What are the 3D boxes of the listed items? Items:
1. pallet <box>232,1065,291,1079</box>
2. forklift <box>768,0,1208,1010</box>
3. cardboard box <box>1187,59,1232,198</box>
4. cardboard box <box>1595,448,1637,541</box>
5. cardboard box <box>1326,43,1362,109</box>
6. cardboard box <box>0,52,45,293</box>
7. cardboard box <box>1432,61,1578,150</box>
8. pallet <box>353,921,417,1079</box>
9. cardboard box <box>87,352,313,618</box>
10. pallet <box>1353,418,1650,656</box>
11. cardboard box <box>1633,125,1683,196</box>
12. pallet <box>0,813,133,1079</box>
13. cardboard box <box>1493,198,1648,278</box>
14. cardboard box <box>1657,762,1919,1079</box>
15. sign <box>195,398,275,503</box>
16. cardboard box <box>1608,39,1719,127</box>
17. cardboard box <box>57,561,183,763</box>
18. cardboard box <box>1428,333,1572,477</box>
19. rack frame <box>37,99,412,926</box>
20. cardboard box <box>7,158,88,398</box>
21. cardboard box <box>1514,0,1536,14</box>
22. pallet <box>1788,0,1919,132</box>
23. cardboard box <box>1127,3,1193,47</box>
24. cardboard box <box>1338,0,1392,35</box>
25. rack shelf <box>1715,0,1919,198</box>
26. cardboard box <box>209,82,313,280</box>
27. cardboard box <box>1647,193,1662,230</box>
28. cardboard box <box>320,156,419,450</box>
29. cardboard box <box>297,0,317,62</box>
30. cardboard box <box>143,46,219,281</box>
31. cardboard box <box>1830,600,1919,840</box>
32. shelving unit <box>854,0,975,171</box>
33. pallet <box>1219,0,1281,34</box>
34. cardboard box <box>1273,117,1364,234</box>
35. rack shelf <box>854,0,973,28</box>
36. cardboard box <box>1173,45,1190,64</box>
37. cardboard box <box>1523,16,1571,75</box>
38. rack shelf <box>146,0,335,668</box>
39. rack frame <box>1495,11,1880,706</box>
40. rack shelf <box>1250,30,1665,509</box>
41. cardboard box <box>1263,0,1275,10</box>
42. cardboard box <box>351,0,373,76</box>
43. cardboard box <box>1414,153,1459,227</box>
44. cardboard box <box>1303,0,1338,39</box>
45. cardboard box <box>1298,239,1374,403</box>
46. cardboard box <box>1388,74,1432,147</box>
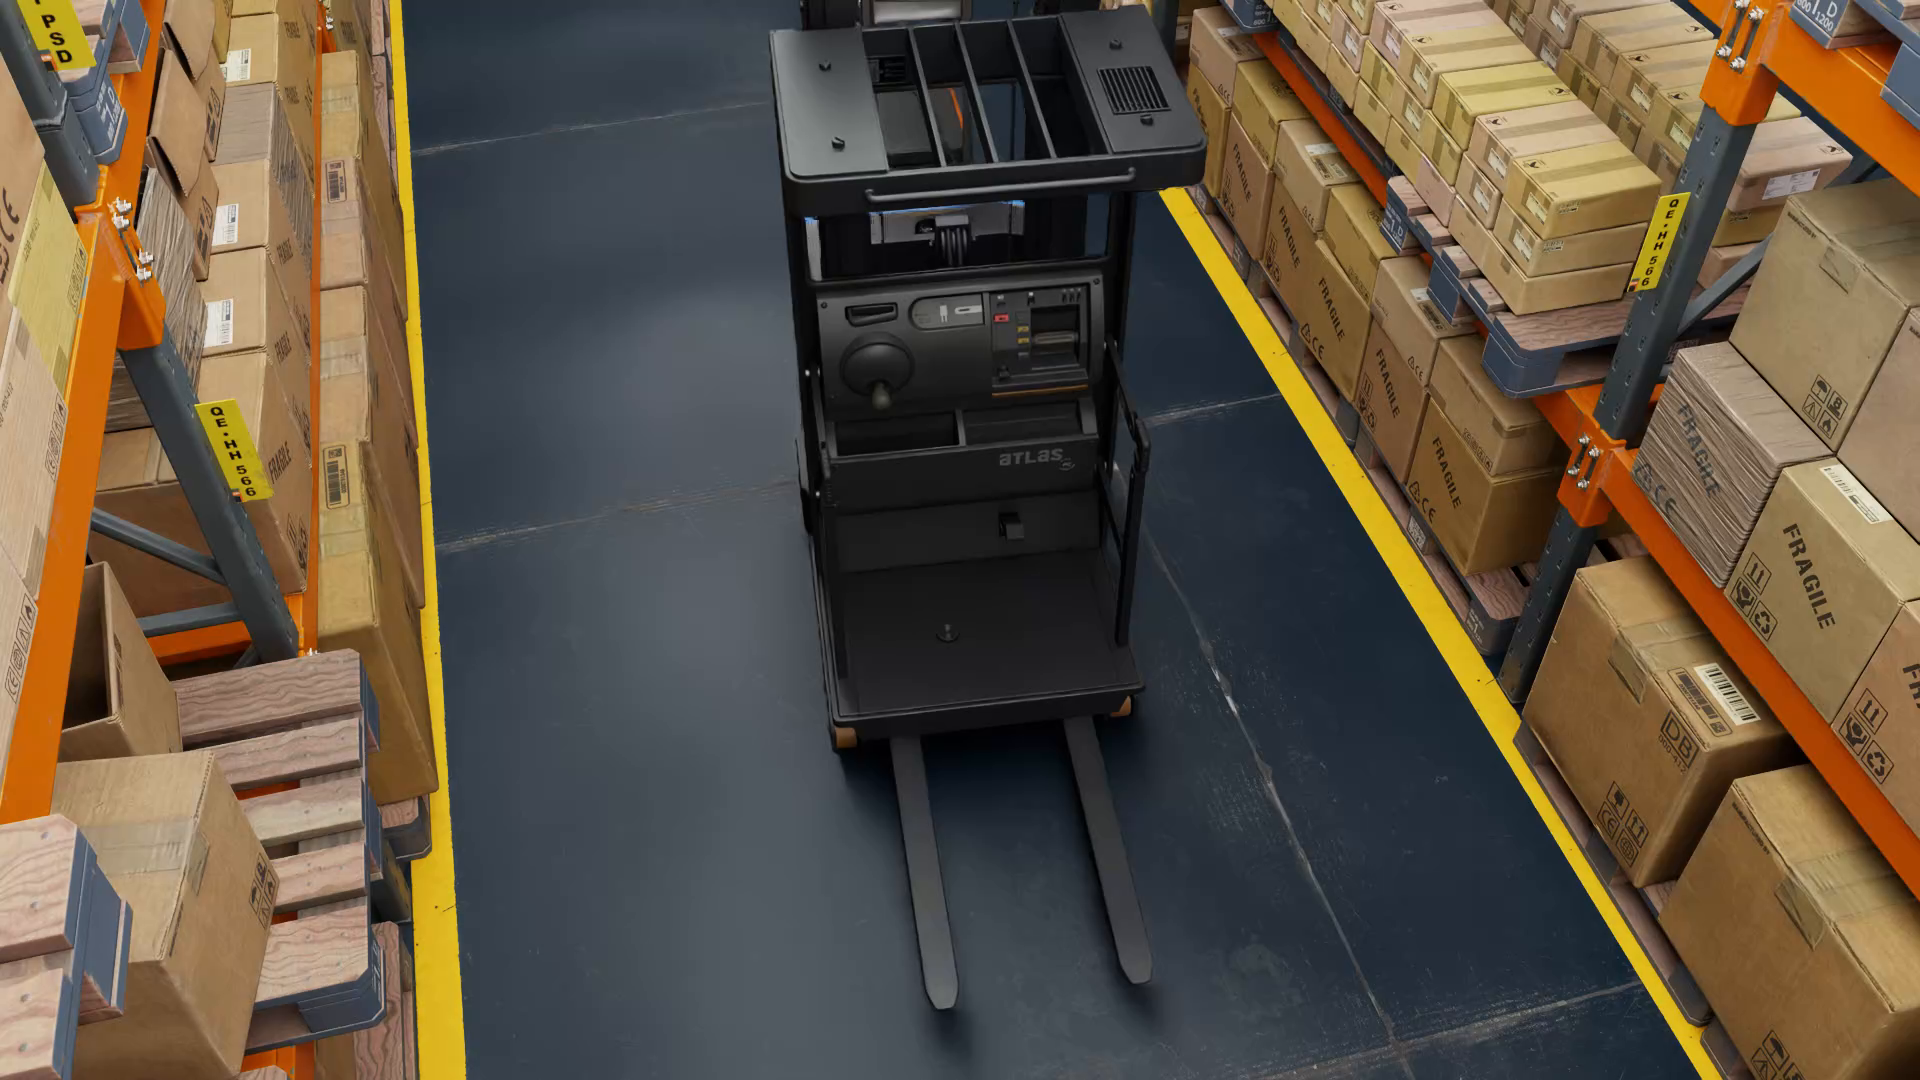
[{"bbox_3d":[-1.768,1.693,3.125,1.003,0.211,1.213,-11,47,-10],"label":"pallet"},{"bbox_3d":[0.041,-0.550,5.236,1.130,2.935,3.031,-6,46,-6],"label":"forklift"},{"bbox_3d":[1.415,-2.045,8.110,0.500,0.500,0.500,-9,46,-9],"label":"cardboard box"},{"bbox_3d":[2.572,-0.377,6.476,0.500,0.500,0.500,-13,47,-12],"label":"cardboard box"},{"bbox_3d":[1.613,-1.772,6.269,0.380,0.149,0.250,-9,46,-9],"label":"cardboard box"},{"bbox_3d":[-1.950,-0.709,2.825,0.500,0.500,0.500,-10,46,-9],"label":"cardboard box"},{"bbox_3d":[1.809,-1.447,5.533,0.380,0.149,0.250,-9,46,-9],"label":"cardboard box"},{"bbox_3d":[-2.115,1.783,4.855,1.003,0.211,1.213,-11,47,-10],"label":"pallet"},{"bbox_3d":[-2.175,-0.154,4.730,0.500,0.500,0.500,-9,46,-9],"label":"cardboard box"},{"bbox_3d":[2.308,-0.134,6.734,1.003,0.211,1.213,-11,47,-10],"label":"pallet"},{"bbox_3d":[2.506,-1.291,5.588,0.380,0.149,0.250,-9,46,-8],"label":"cardboard box"},{"bbox_3d":[-1.613,0.883,1.816,1.213,0.211,1.003,-11,47,-10],"label":"pallet"},{"bbox_3d":[1.940,-0.991,5.295,0.380,0.149,0.250,-10,46,-9],"label":"cardboard box"},{"bbox_3d":[2.803,1.110,4.843,1.050,0.750,0.750,-10,46,-10],"label":"cardboard box"},{"bbox_3d":[-1.792,-0.217,4.107,0.100,0.325,0.005,-11,47,-10],"label":"sign"},{"bbox_3d":[2.446,-1.547,5.631,0.380,0.149,0.250,-11,47,-11],"label":"cardboard box"},{"bbox_3d":[-2.137,0.450,3.844,0.500,0.500,0.500,-16,48,-15],"label":"cardboard box"},{"bbox_3d":[2.078,-0.529,6.099,0.500,0.250,0.500,-12,47,-11],"label":"cardboard box"},{"bbox_3d":[-2.314,0.267,4.388,1.000,3.000,0.127,-11,47,-10],"label":"rack frame"},{"bbox_3d":[-1.955,-0.447,3.093,0.500,0.250,0.500,-11,47,-10],"label":"cardboard box"},{"bbox_3d":[2.238,-2.099,6.172,0.380,0.149,0.250,-9,46,-9],"label":"cardboard box"},{"bbox_3d":[2.723,-1.119,3.779,1.213,0.211,1.003,-9,46,-8],"label":"pallet"},{"bbox_3d":[1.095,-2.745,8.833,0.380,0.149,0.250,-10,46,-10],"label":"cardboard box"},{"bbox_3d":[1.609,-1.985,6.061,0.380,0.149,0.250,-9,46,-8],"label":"cardboard box"},{"bbox_3d":[3.019,0.012,3.041,1.077,0.370,4.000,-11,47,-10],"label":"rack shelf"},{"bbox_3d":[-2.570,-1.208,5.763,0.500,0.500,0.500,-11,47,-10],"label":"cardboard box"},{"bbox_3d":[2.519,-1.160,5.669,0.380,0.149,0.250,-9,46,-8],"label":"cardboard box"},{"bbox_3d":[-2.925,-0.843,6.670,1.225,0.875,0.875,-12,47,-12],"label":"cardboard box"},{"bbox_3d":[-2.954,-2.257,6.792,0.500,0.500,0.500,-11,47,-10],"label":"cardboard box"},{"bbox_3d":[-2.650,-1.078,4.933,0.797,0.503,0.637,-10,46,-9],"label":"cardboard box"},{"bbox_3d":[2.622,0.453,4.136,0.500,0.500,0.500,-11,47,-10],"label":"cardboard box"},{"bbox_3d":[-0.193,-1.534,6.776,0.431,2.100,0.503,-7,45,-6],"label":"shelving unit"},{"bbox_3d":[1.538,-2.711,7.440,1.003,0.211,1.213,-11,47,-10],"label":"pallet"},{"bbox_3d":[1.681,-1.588,7.137,0.500,0.250,0.500,-9,46,-9],"label":"cardboard box"},{"bbox_3d":[-0.195,-2.023,6.295,0.431,0.518,0.480,-7,45,-6],"label":"rack shelf"},{"bbox_3d":[1.053,-2.690,8.988,0.380,0.149,0.250,-10,46,-10],"label":"cardboard box"},{"bbox_3d":[2.306,-1.821,6.108,0.380,0.149,0.250,-11,47,-10],"label":"cardboard box"},{"bbox_3d":[-2.826,-0.862,5.998,1.077,0.370,4.000,-11,47,-10],"label":"rack shelf"},{"bbox_3d":[2.507,-0.570,5.209,1.000,3.000,0.127,-11,47,-10],"label":"rack frame"},{"bbox_3d":[1.995,-1.699,6.819,1.077,0.370,4.000,-11,47,-10],"label":"rack shelf"},{"bbox_3d":[1.404,-2.322,6.807,0.380,0.149,0.250,-13,47,-12],"label":"cardboard box"},{"bbox_3d":[-3.660,-2.990,8.773,0.875,0.875,0.875,-11,47,-10],"label":"cardboard box"},{"bbox_3d":[1.808,-1.235,5.742,0.380,0.149,0.250,-10,46,-10],"label":"cardboard box"},{"bbox_3d":[1.541,-2.060,6.342,0.380,0.149,0.250,-12,47,-11],"label":"cardboard box"},{"bbox_3d":[1.805,-0.970,7.057,0.500,0.500,0.500,-13,47,-12],"label":"cardboard box"},{"bbox_3d":[1.737,-1.529,5.822,0.380,0.149,0.250,-11,47,-10],"label":"cardboard box"}]
